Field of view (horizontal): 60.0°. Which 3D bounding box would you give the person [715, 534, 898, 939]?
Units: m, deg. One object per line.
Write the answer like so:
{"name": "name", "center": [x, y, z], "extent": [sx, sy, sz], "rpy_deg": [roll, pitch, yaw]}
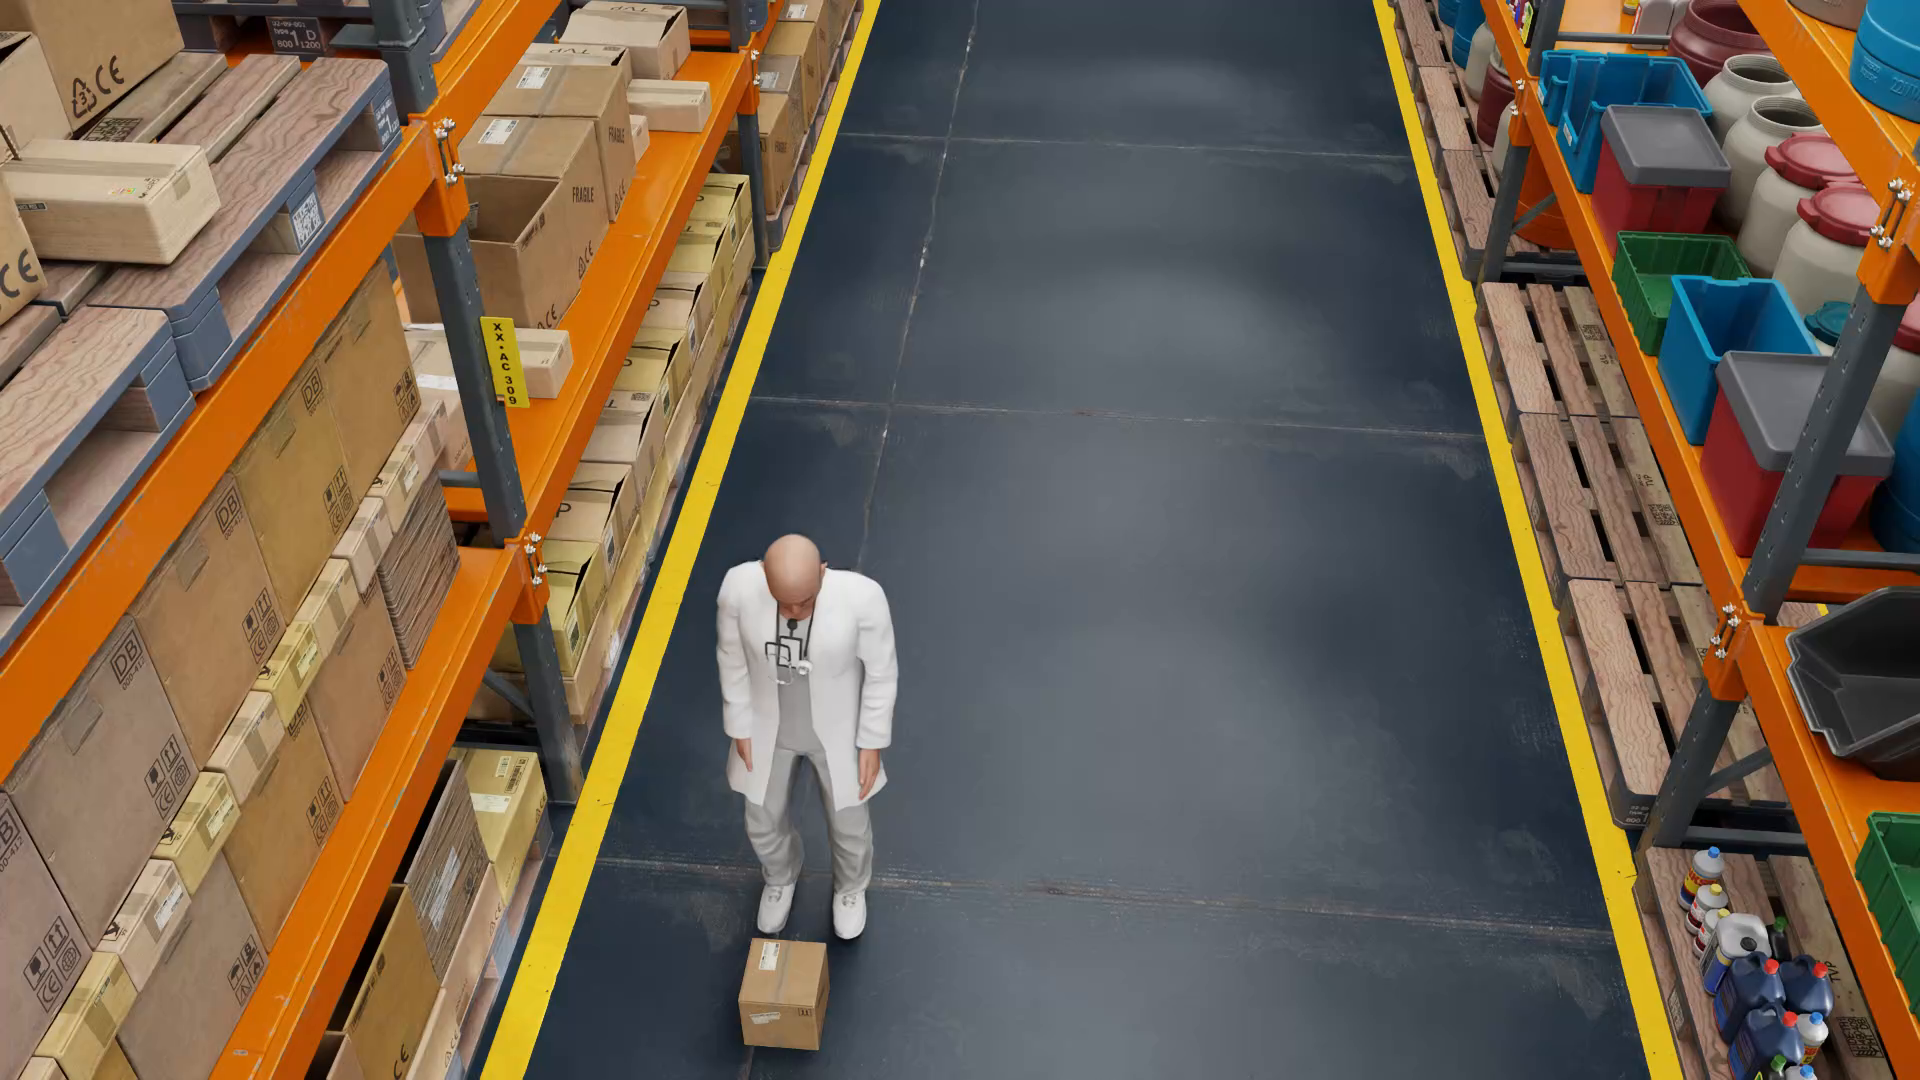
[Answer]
{"name": "person", "center": [-0.489, 0.627, 5.455], "extent": [0.587, 1.730, 0.409], "rpy_deg": [5, 40, 6]}
